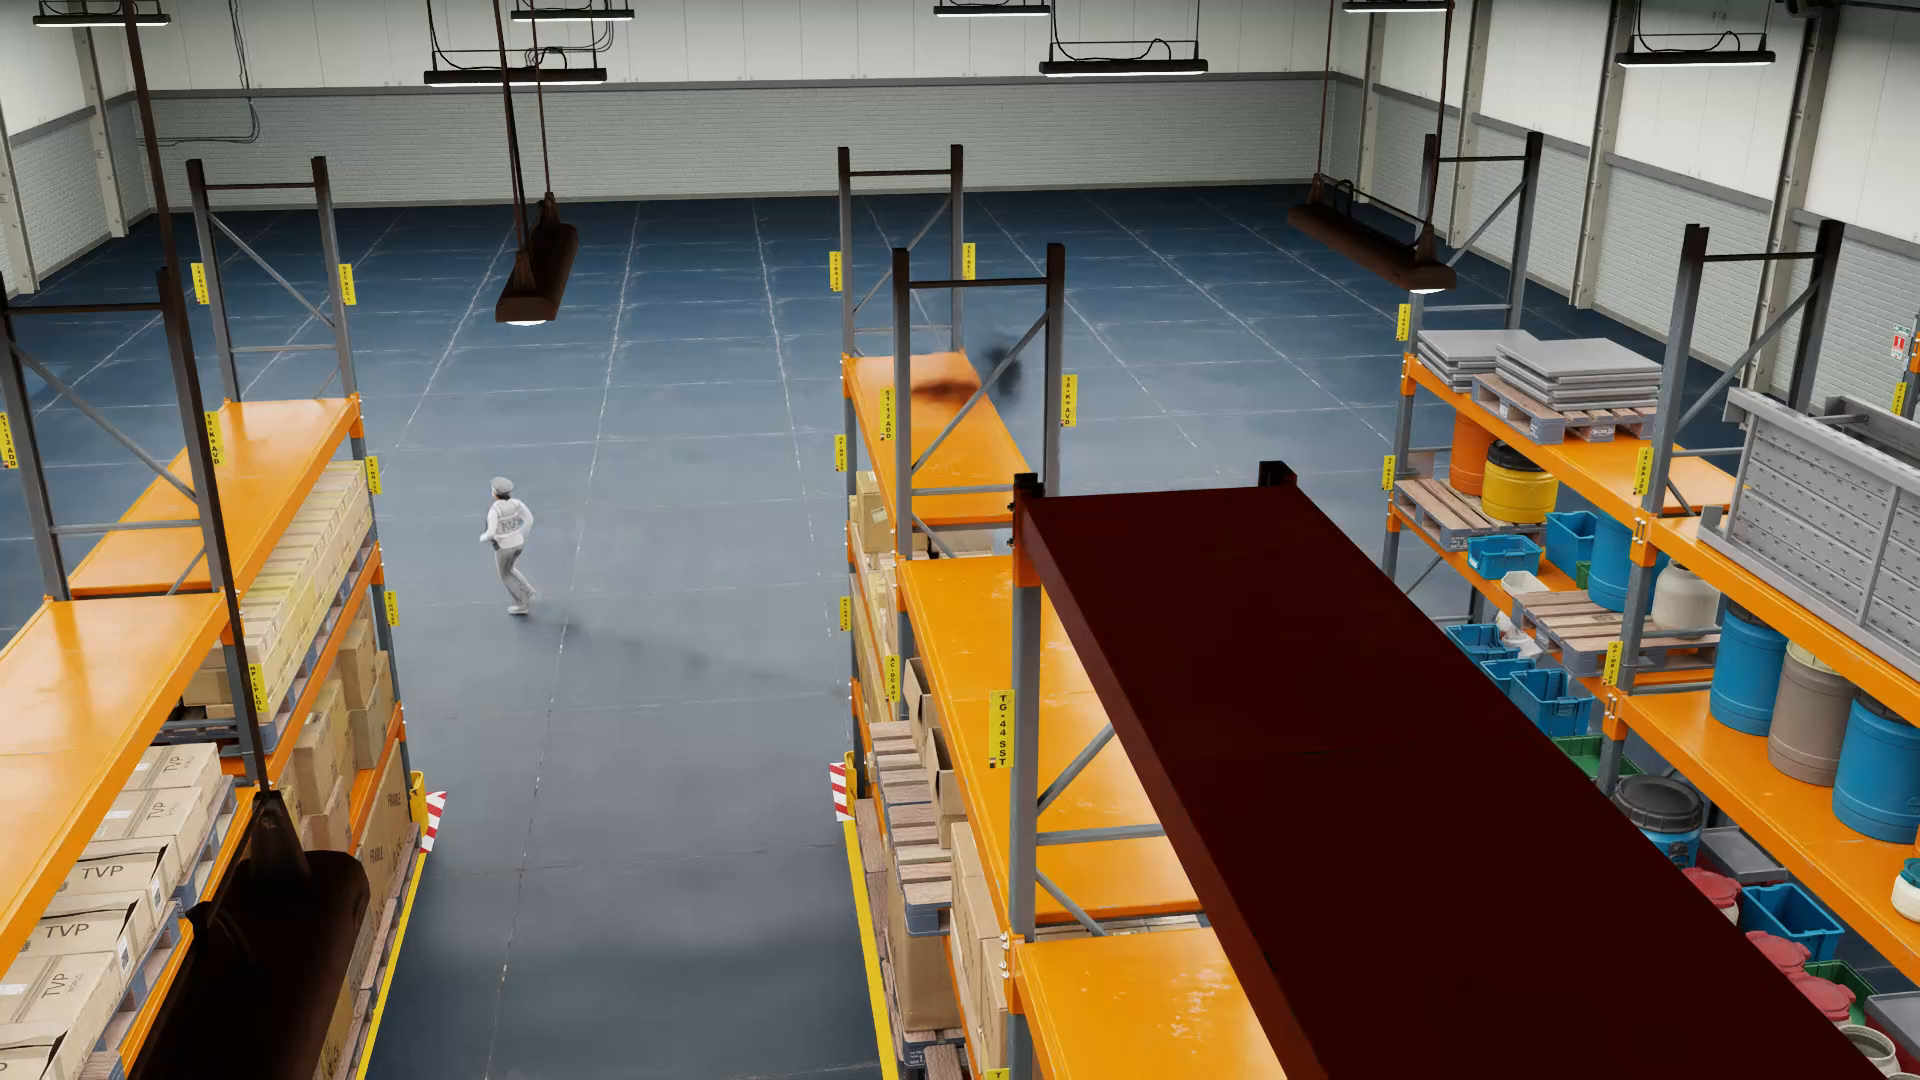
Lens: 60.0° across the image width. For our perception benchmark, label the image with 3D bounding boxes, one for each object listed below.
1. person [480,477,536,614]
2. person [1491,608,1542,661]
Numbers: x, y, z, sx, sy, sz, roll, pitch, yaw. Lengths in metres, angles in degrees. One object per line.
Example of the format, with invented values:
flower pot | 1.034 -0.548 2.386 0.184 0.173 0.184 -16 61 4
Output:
person | -5.255 0.065 19.232 0.538 1.663 0.630 12 24 27
person | 5.495 1.121 16.415 0.688 1.809 0.909 -14 25 -31
